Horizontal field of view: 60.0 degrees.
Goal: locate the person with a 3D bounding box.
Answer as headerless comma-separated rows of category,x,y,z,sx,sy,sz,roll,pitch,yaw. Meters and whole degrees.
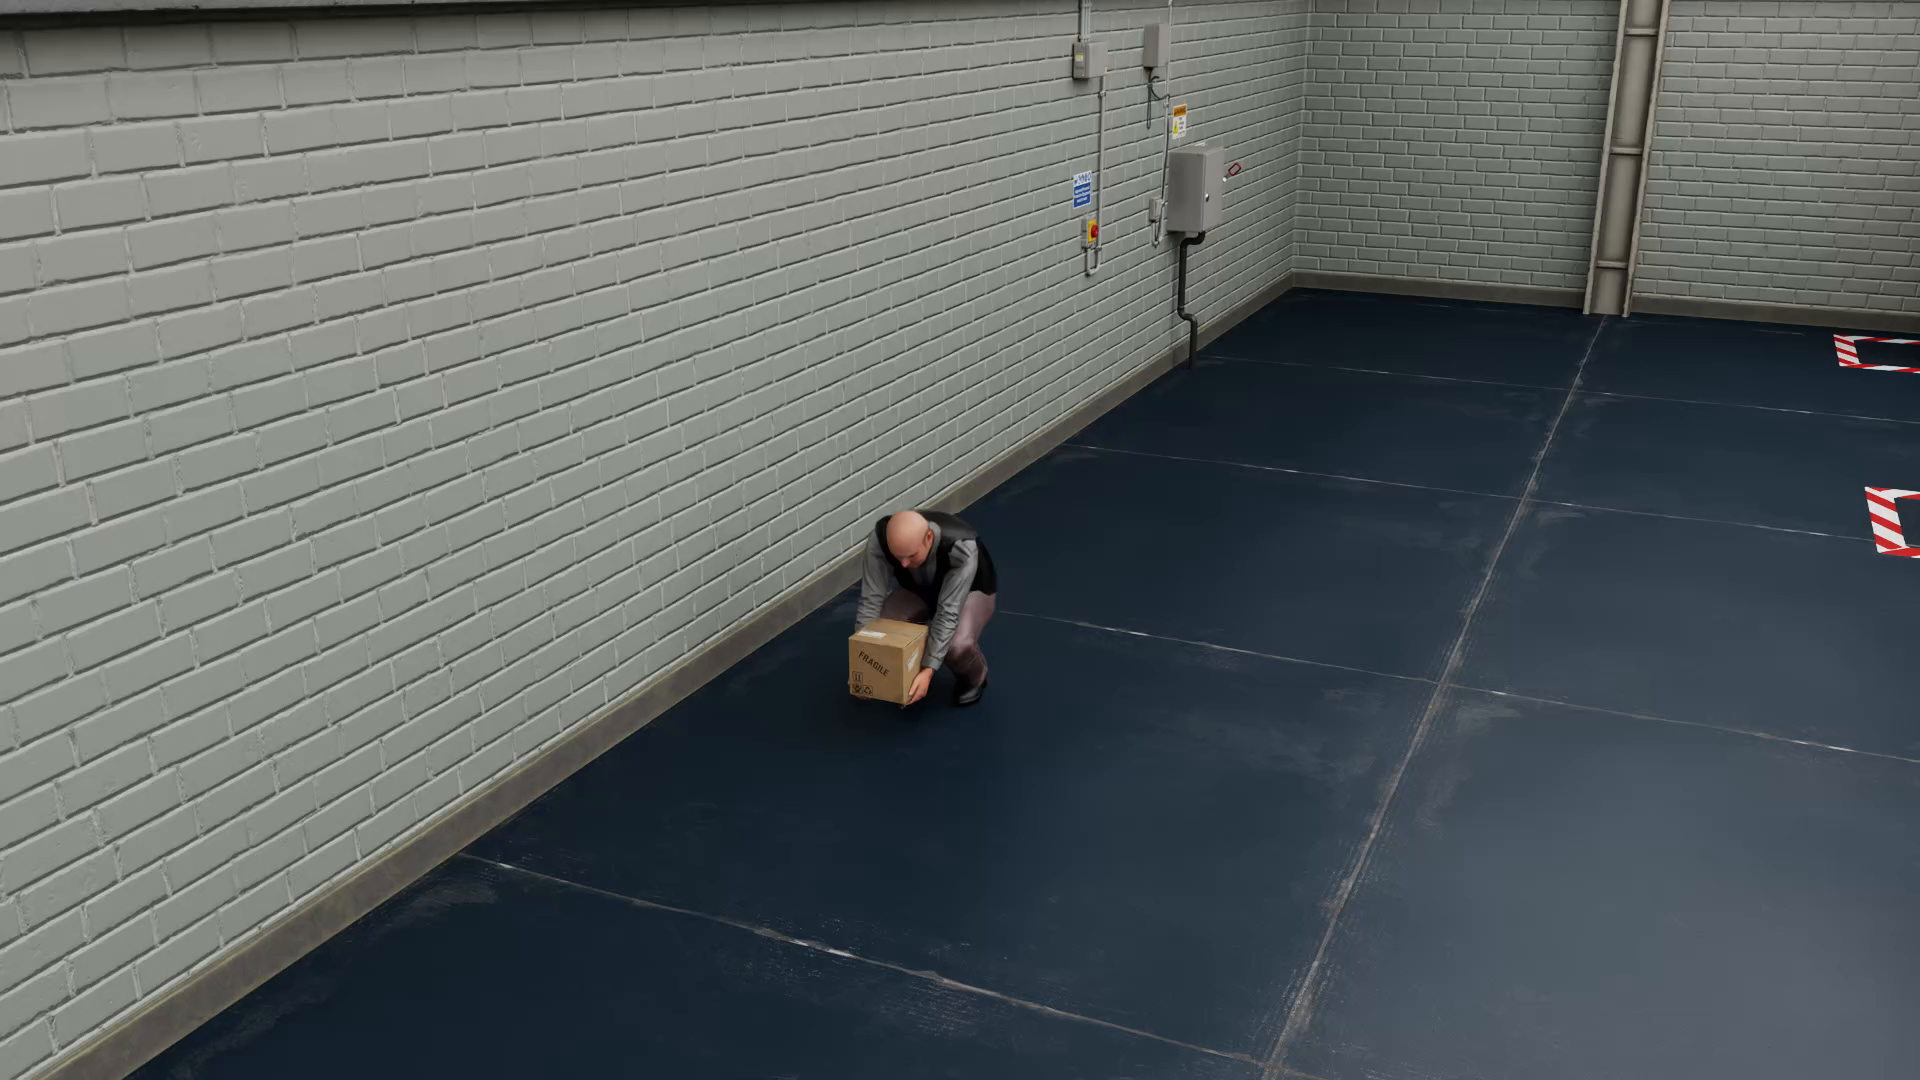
person,-0.140,0.251,7.057,0.518,0.967,0.888,8,20,22
